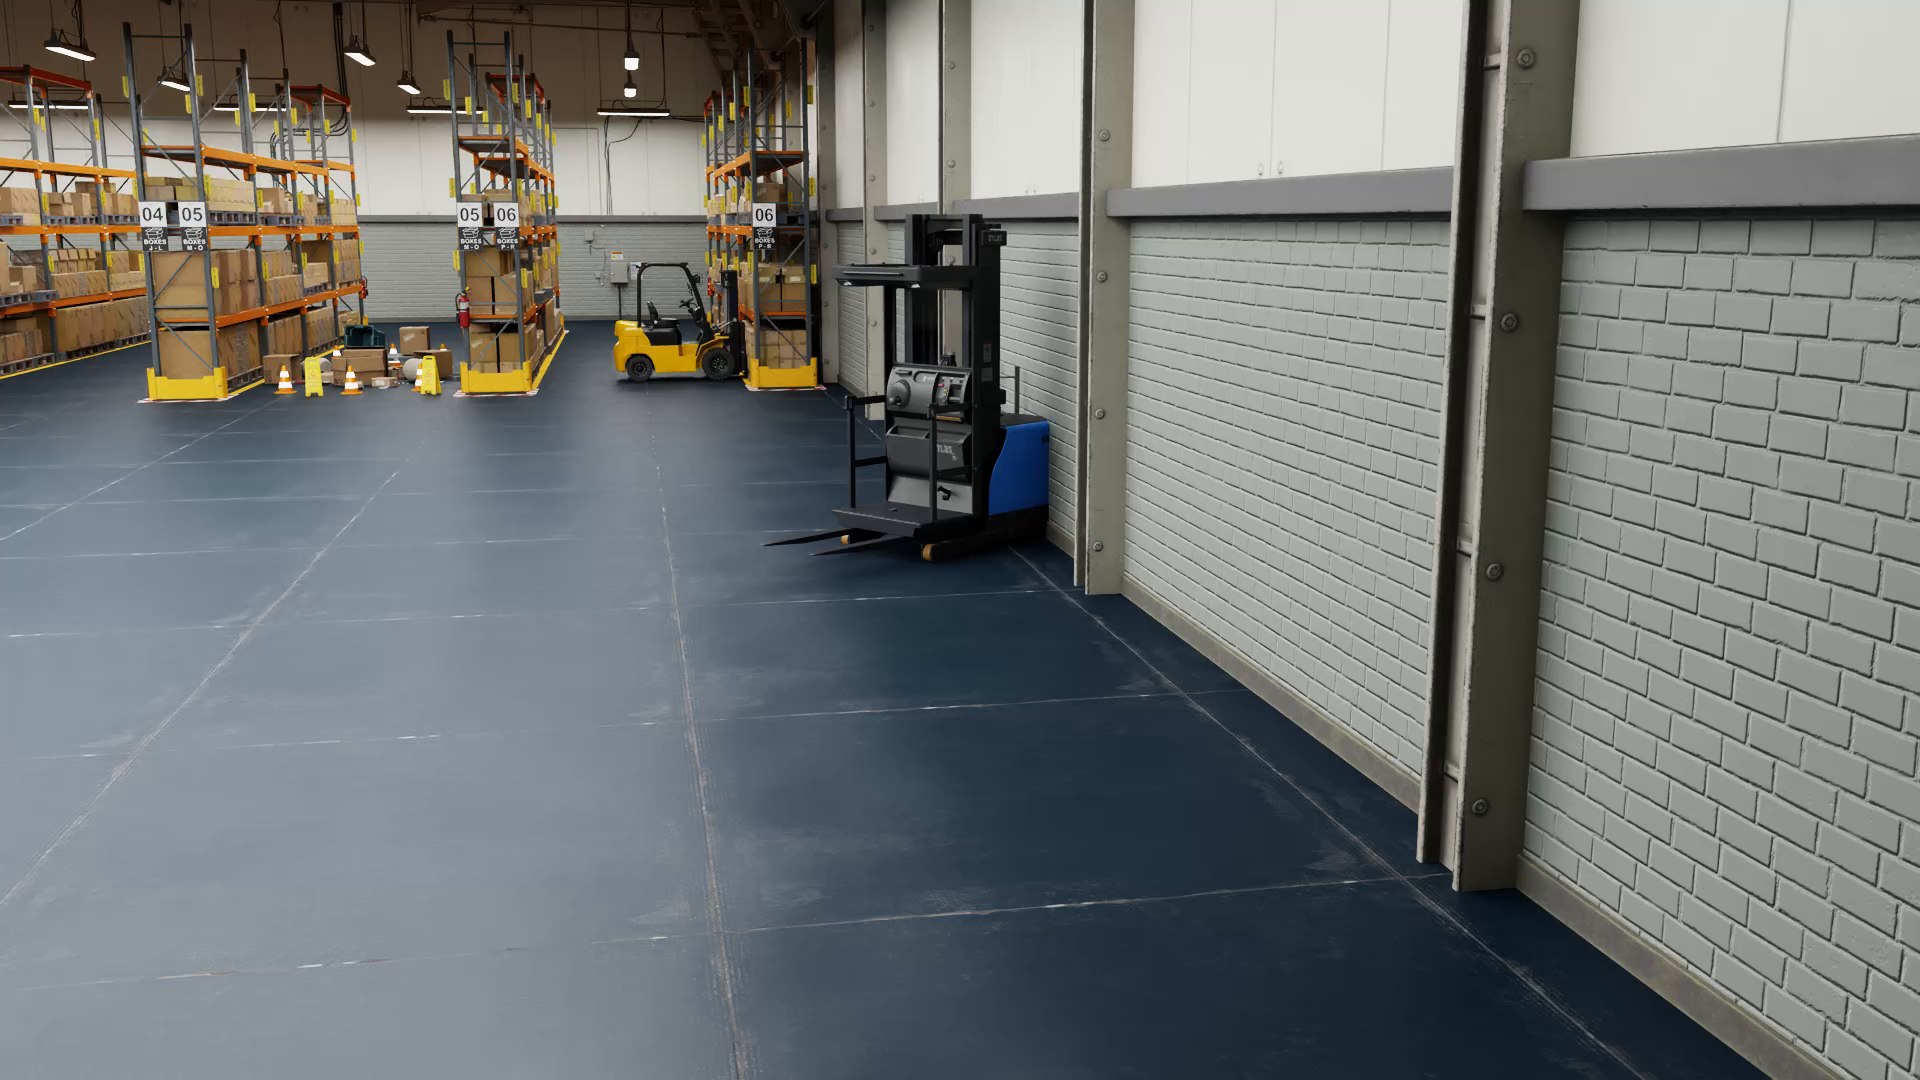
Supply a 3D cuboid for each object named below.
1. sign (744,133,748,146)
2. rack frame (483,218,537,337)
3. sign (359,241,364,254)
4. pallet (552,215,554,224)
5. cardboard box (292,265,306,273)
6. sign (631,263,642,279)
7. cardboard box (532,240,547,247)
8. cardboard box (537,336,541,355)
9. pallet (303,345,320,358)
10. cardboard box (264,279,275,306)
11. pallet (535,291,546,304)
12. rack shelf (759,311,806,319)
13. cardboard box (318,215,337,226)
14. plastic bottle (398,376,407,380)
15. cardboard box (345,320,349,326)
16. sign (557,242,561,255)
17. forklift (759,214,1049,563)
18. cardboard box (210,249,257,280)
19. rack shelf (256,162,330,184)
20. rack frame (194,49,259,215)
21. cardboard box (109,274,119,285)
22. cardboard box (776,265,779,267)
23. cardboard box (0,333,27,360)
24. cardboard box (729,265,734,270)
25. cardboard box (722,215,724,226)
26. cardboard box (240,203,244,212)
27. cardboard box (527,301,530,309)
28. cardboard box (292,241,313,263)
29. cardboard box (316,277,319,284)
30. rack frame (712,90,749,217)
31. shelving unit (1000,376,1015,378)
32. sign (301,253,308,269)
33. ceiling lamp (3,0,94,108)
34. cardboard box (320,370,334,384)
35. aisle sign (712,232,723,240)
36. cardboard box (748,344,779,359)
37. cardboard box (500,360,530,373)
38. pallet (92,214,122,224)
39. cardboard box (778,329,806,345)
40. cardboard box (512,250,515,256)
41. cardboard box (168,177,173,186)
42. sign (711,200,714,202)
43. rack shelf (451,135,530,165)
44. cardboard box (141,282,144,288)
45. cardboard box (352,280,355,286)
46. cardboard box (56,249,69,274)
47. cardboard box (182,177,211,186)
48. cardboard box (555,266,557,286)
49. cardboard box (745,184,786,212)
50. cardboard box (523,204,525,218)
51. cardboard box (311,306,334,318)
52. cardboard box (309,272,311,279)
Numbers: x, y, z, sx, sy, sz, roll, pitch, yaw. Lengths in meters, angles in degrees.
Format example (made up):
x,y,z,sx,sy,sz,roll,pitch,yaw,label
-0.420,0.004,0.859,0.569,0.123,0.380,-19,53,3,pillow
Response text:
x,y,z,sx,sy,sz,roll,pitch,yaw,label
-5.707,-10.663,44.283,0.100,0.325,0.005,-2,11,-11,sign
-8.790,-4.781,32.345,1.000,3.000,0.127,-2,11,-11,rack frame
-15.411,-7.524,42.814,0.100,0.325,0.005,-2,11,-11,sign
-10.728,-8.052,41.745,1.003,0.211,1.213,-2,11,-11,pallet
-14.402,-5.877,36.063,0.380,0.149,0.250,-2,11,-11,cardboard box
-9.710,-8.074,49.901,0.329,0.494,0.001,-2,11,-11,sign
-10.153,-7.174,40.244,0.380,0.149,0.250,-2,11,-12,cardboard box
-9.037,-3.924,33.748,0.950,0.372,0.625,-1,11,-7,cardboard box
-14.554,-4.089,36.170,1.003,0.211,1.213,-2,11,-11,pallet
-13.464,-4.737,31.850,0.500,0.500,0.500,-2,11,-10,cardboard box
-8.796,-4.832,33.127,1.003,0.211,1.213,-2,11,-11,pallet
-3.533,-4.338,31.419,0.919,0.124,3.809,-2,11,-11,rack shelf
-15.013,-7.544,39.241,0.500,0.250,0.500,-2,11,-8,cardboard box
-10.378,-3.032,31.018,0.133,0.061,0.283,0,11,-1,plastic bottle
-15.225,-5.315,40.860,0.380,0.149,0.250,-2,11,-11,cardboard box
-10.589,-7.684,43.868,0.100,0.325,0.005,-2,11,-11,sign
-0.420,-1.352,14.516,1.130,2.935,3.031,10,14,41,forklift
-13.367,-5.021,30.317,0.875,0.550,0.550,-2,11,-11,cardboard box
-14.793,-8.080,36.627,1.077,0.370,4.000,-2,11,-11,rack shelf
-13.626,-7.529,30.741,1.000,3.000,0.127,-2,11,-11,rack frame
-19.901,-6.056,38.649,0.500,0.250,0.500,-2,11,-12,cardboard box
-3.192,-5.002,30.710,0.380,0.149,0.250,-2,11,-9,cardboard box
-18.901,-3.815,32.780,0.700,0.500,0.500,-1,11,-6,cardboard box
-4.873,-5.945,36.461,0.380,0.149,0.250,-2,11,-10,cardboard box
-5.136,-7.273,37.817,0.500,0.250,0.500,-2,11,-11,cardboard box
-13.043,-5.946,29.728,0.380,0.149,0.250,-2,11,-10,cardboard box
-8.121,-4.329,30.645,0.380,0.149,0.250,-2,11,-11,cardboard box
-15.538,-6.812,39.281,0.500,0.500,0.500,-3,11,-13,cardboard box
-14.654,-5.828,37.395,0.380,0.149,0.250,-2,11,-9,cardboard box
-5.478,-9.376,40.445,1.000,3.000,0.127,-2,11,-11,rack frame
0.218,-1.022,16.610,0.538,1.500,1.039,-2,11,-12,shelving unit
-13.860,-5.905,35.157,0.100,0.325,0.005,-2,11,-11,sign
-23.755,-12.839,43.029,2.000,3.185,0.800,-2,11,-11,ceiling lamp
-11.485,-2.991,30.253,0.396,0.266,0.258,0,11,-1,cardboard box
-6.557,-8.442,44.627,0.394,0.787,0.004,-2,11,-11,aisle sign
-3.545,-3.407,30.023,0.500,0.250,0.500,-2,11,-12,cardboard box
-7.897,-3.061,29.538,0.500,0.250,0.500,-2,11,-11,cardboard box
-20.215,-7.468,38.678,1.003,0.211,1.213,-2,11,-11,pallet
-3.051,-3.670,30.066,0.500,0.250,0.500,-2,11,-12,cardboard box
-9.925,-6.140,36.545,0.500,0.500,0.500,-2,11,-13,cardboard box
-13.293,-5.941,27.568,0.380,0.149,0.250,-2,11,-11,cardboard box
-6.008,-8.135,40.566,0.100,0.325,0.005,-2,11,-11,sign
-8.401,-7.006,29.924,1.077,0.370,4.000,-2,11,-11,rack shelf
-20.252,-6.257,40.774,0.380,0.149,0.250,-2,11,-12,cardboard box
-15.471,-6.472,41.901,0.380,0.149,0.250,-2,11,-9,cardboard box
-19.539,-5.950,35.539,0.797,0.503,0.637,-2,11,-10,cardboard box
-12.600,-5.919,27.449,0.380,0.149,0.250,-2,11,-10,cardboard box
-10.465,-6.671,42.009,0.500,0.500,0.500,-2,11,-9,cardboard box
-3.570,-6.270,30.490,0.700,0.500,0.500,-2,11,-11,cardboard box
-8.061,-5.882,29.712,0.500,0.250,0.500,-2,11,-9,cardboard box
-14.789,-5.269,38.465,0.500,0.250,0.500,-2,11,-13,cardboard box
-14.508,-5.831,36.617,0.380,0.149,0.250,-2,11,-11,cardboard box
